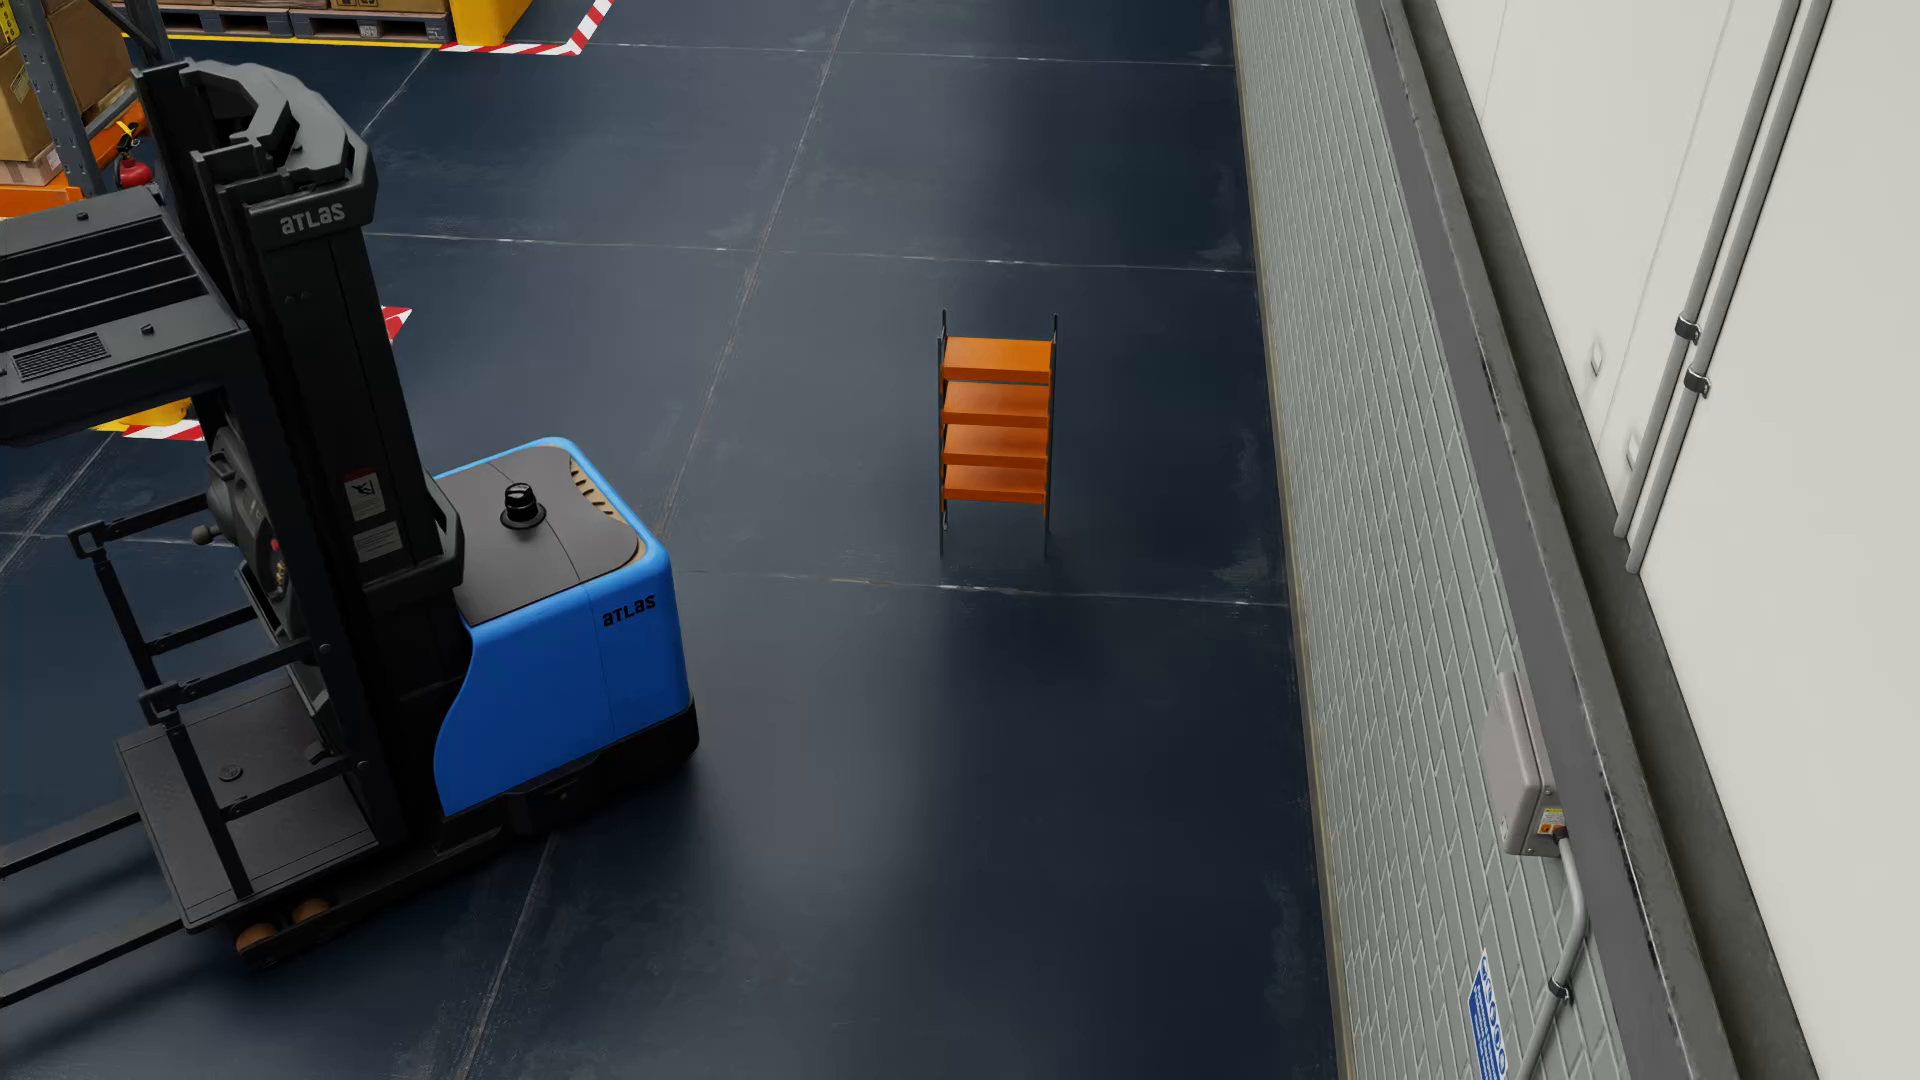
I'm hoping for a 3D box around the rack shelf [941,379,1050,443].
[{"bbox_3d":[0.165,-0.578,7.432,0.480,0.148,0.258,3,39,4],"label":"rack shelf"}]

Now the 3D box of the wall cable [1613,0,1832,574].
[{"bbox_3d":[1.245,-1.198,2.264,0.029,3.000,0.463,3,39,4],"label":"wall cable"}]

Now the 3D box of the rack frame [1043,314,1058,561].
[{"bbox_3d":[0.408,-0.443,7.514,0.015,1.200,0.240,3,39,4],"label":"rack frame"}]

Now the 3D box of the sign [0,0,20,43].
[{"bbox_3d":[-4.188,-2.346,7.259,0.005,0.325,0.100,3,39,4],"label":"sign"}]

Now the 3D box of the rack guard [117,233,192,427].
[{"bbox_3d":[-4.196,-1.157,8.946,0.348,0.500,1.175,3,39,4],"label":"rack guard"}]

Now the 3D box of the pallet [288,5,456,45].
[{"bbox_3d":[-4.395,-4.149,12.851,1.213,0.211,1.003,3,39,4],"label":"pallet"}]

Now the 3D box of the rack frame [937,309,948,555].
[{"bbox_3d":[-0.078,-0.470,7.547,0.015,1.200,0.240,3,39,4],"label":"rack frame"}]

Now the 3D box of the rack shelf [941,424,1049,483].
[{"bbox_3d":[0.165,-0.404,7.573,0.480,0.148,0.258,3,39,4],"label":"rack shelf"}]

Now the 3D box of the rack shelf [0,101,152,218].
[{"bbox_3d":[-6.112,-1.953,8.513,4.000,0.370,1.077,3,39,4],"label":"rack shelf"}]

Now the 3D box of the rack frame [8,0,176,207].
[{"bbox_3d":[-4.120,-2.123,8.152,0.127,3.000,1.000,3,39,4],"label":"rack frame"}]

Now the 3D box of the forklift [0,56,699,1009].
[{"bbox_3d":[-2.569,0.029,5.563,3.031,2.935,1.130,-23,45,-26],"label":"forklift"}]

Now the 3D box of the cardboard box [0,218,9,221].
[{"bbox_3d":[-5.138,-1.687,9.071,0.250,0.149,0.380,3,39,4],"label":"cardboard box"}]

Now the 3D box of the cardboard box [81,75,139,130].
[{"bbox_3d":[-4.414,-2.249,8.506,0.250,0.149,0.380,3,39,3],"label":"cardboard box"}]

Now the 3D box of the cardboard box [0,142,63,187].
[{"bbox_3d":[-4.469,-1.865,8.035,0.250,0.149,0.380,3,39,4],"label":"cardboard box"}]

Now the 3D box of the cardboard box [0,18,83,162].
[{"bbox_3d":[-4.590,-2.139,7.858,0.500,0.500,0.500,4,39,5],"label":"cardboard box"}]

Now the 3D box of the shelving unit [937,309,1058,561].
[{"bbox_3d":[0.165,-0.456,7.531,0.503,1.200,0.258,3,39,4],"label":"shelving unit"}]

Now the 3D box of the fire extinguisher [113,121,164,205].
[{"bbox_3d":[-3.909,-1.644,7.921,0.183,0.674,0.296,3,39,4],"label":"fire extinguisher"}]

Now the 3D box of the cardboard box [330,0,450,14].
[{"bbox_3d":[-4.236,-4.560,12.497,0.875,0.875,0.875,3,39,4],"label":"cardboard box"}]

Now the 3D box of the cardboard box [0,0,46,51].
[{"bbox_3d":[-4.597,-2.533,7.550,0.500,0.500,0.500,2,39,3],"label":"cardboard box"}]

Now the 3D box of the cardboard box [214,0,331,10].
[{"bbox_3d":[-5.142,-4.610,12.558,0.875,0.875,0.875,3,39,4],"label":"cardboard box"}]

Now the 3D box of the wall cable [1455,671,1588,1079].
[{"bbox_3d":[1.173,0.882,3.631,0.123,1.953,0.585,3,39,4],"label":"wall cable"}]

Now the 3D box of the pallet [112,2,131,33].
[{"bbox_3d":[-6.825,-4.282,13.014,1.213,0.211,1.003,3,39,4],"label":"pallet"}]

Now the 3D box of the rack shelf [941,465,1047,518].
[{"bbox_3d":[0.165,-0.250,7.698,0.480,0.148,0.258,3,39,4],"label":"rack shelf"}]

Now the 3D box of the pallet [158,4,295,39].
[{"bbox_3d":[-5.607,-4.218,12.935,1.213,0.211,1.003,3,39,4],"label":"pallet"}]

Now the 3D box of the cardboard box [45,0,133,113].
[{"bbox_3d":[-4.543,-2.475,8.270,0.500,0.500,0.500,5,39,6],"label":"cardboard box"}]

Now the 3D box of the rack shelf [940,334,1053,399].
[{"bbox_3d":[0.165,-0.761,7.283,0.480,0.148,0.258,3,39,4],"label":"rack shelf"}]

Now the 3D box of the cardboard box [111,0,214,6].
[{"bbox_3d":[-6.029,-4.658,12.617,0.875,0.875,0.875,3,39,4],"label":"cardboard box"}]

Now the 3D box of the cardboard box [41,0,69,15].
[{"bbox_3d":[-4.544,-2.856,7.946,0.500,0.500,0.500,3,39,4],"label":"cardboard box"}]

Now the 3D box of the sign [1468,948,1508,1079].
[{"bbox_3d":[1.239,1.157,3.909,0.001,0.218,0.327,3,39,4],"label":"sign"}]

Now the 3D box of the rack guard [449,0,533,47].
[{"bbox_3d":[-3.567,-4.266,12.765,0.348,0.500,1.175,3,39,4],"label":"rack guard"}]

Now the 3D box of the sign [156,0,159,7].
[{"bbox_3d":[-4.073,-2.800,8.298,0.005,0.325,0.100,3,39,4],"label":"sign"}]
